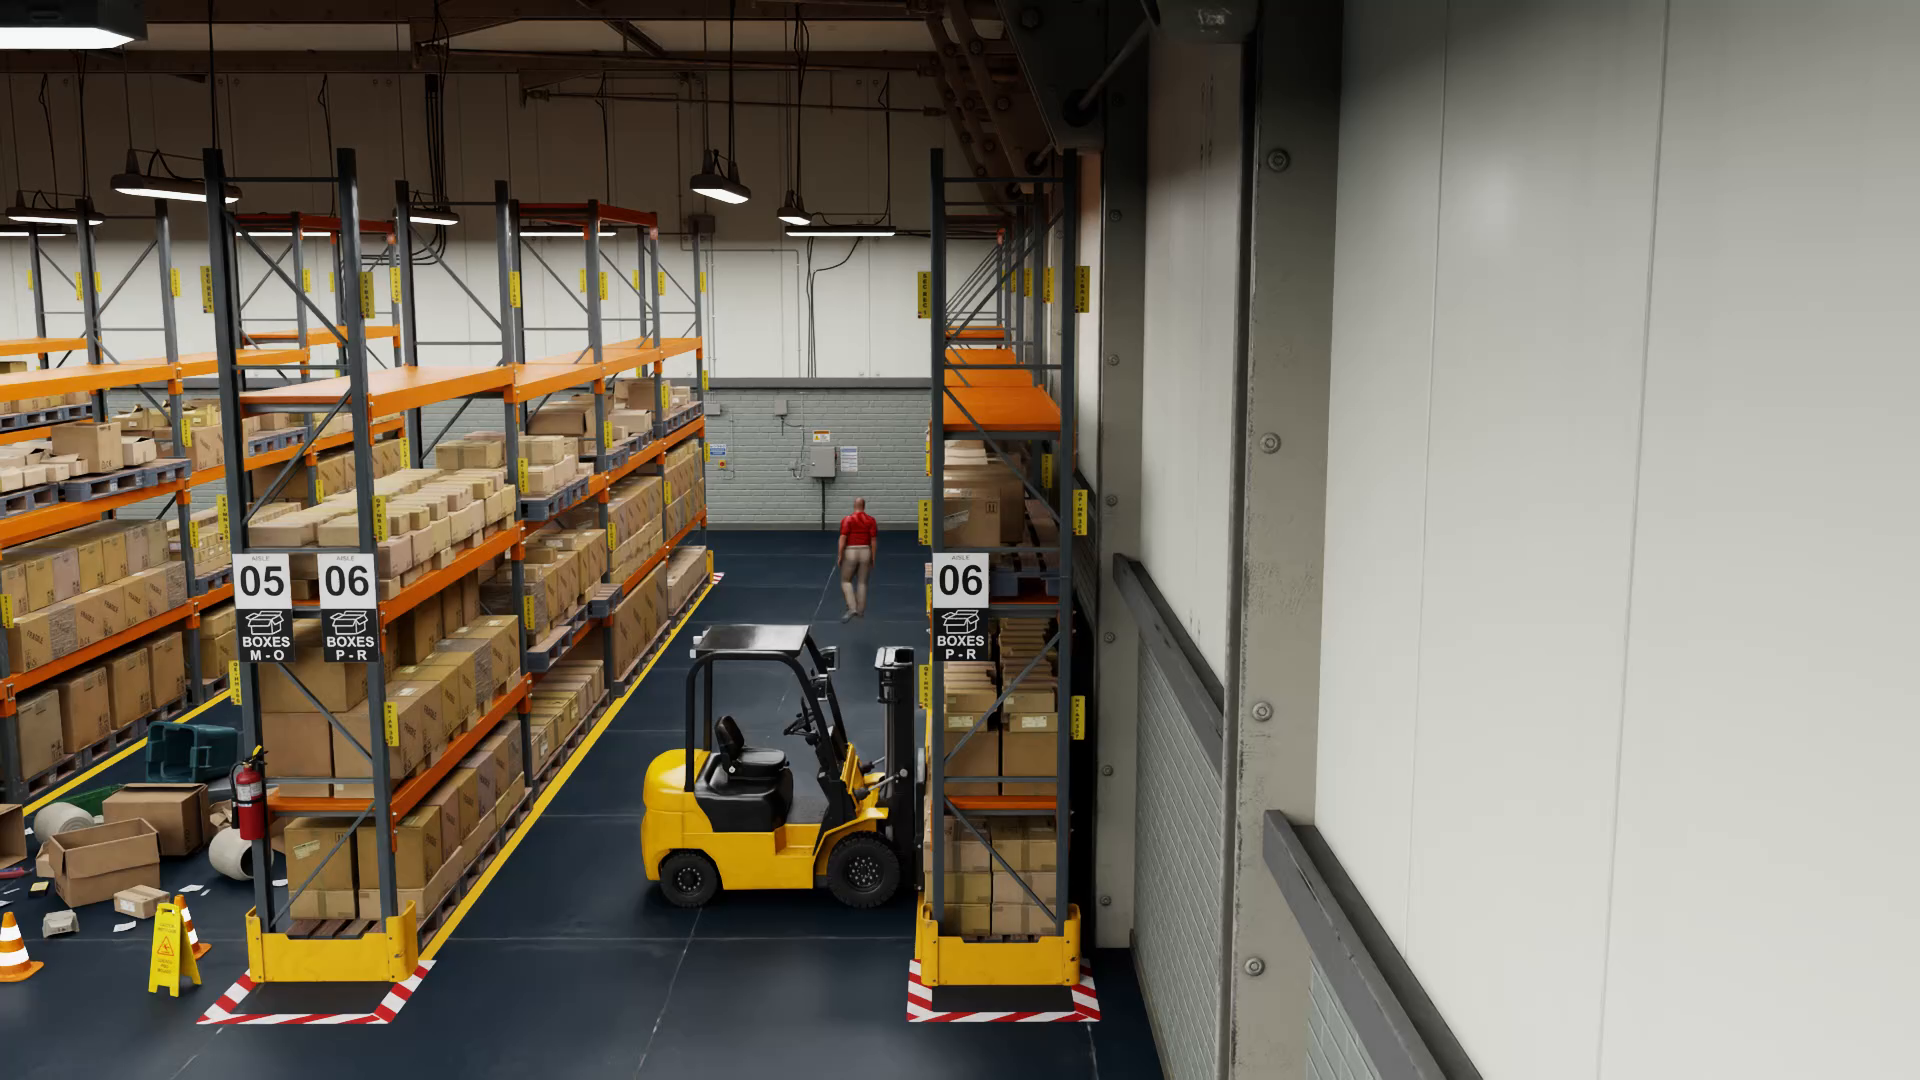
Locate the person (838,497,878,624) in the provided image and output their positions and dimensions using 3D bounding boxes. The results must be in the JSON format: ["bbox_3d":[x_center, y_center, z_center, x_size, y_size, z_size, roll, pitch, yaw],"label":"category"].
[{"bbox_3d":[-1.442,0.291,23.477,0.580,1.783,0.459,-3,9,-16],"label":"person"}]
